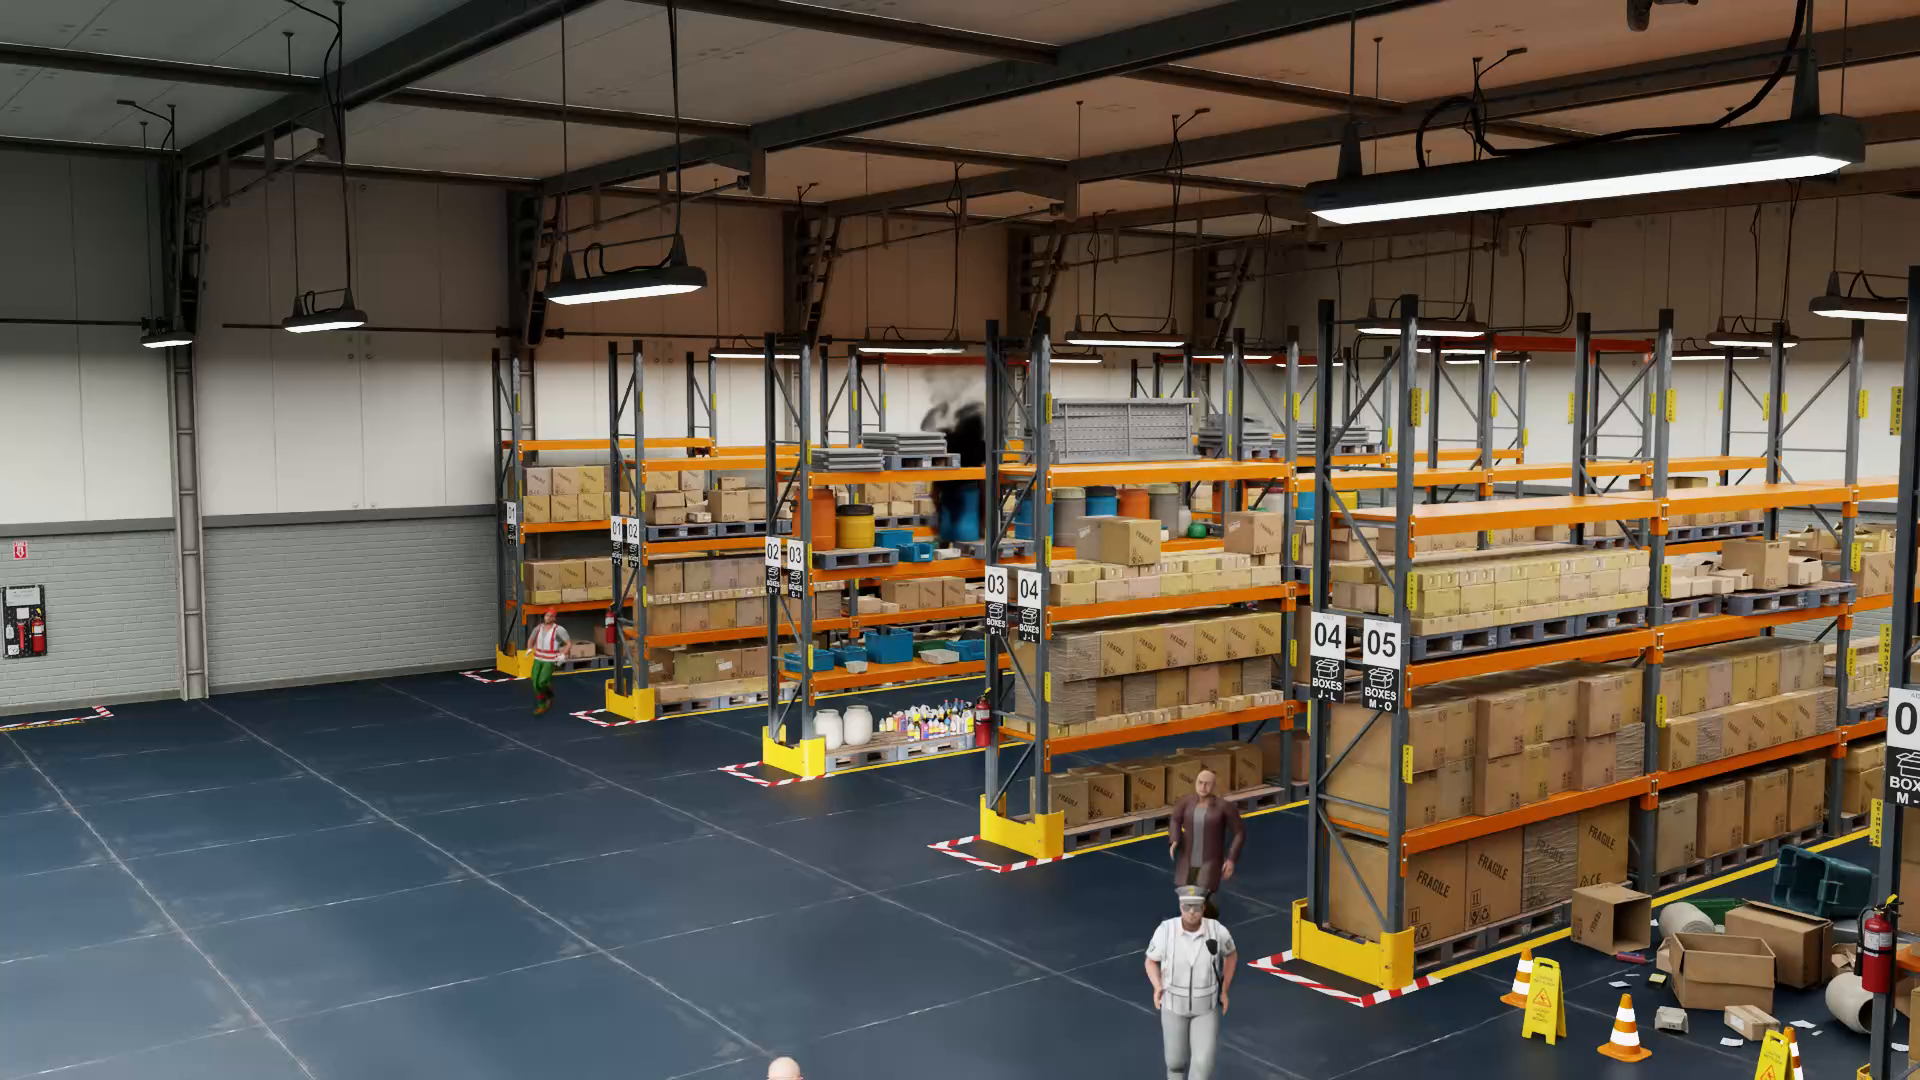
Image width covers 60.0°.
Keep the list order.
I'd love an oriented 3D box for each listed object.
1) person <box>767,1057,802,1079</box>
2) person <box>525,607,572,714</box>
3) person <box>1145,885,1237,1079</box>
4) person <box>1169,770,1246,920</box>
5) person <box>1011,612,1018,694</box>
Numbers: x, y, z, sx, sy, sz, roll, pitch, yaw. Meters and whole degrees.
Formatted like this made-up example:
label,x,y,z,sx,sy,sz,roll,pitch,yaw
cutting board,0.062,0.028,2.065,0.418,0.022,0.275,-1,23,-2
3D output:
label,x,y,z,sx,sy,sz,roll,pitch,yaw
person,-0.891,3.551,8.687,0.643,1.775,0.791,0,5,0
person,-6.666,1.949,26.805,0.732,1.735,0.529,1,5,16
person,1.641,3.265,11.826,0.653,1.746,0.829,0,5,5
person,2.239,2.973,15.305,0.734,1.735,0.638,3,6,32
person,1.130,1.599,27.167,0.654,1.798,0.914,5,7,43
